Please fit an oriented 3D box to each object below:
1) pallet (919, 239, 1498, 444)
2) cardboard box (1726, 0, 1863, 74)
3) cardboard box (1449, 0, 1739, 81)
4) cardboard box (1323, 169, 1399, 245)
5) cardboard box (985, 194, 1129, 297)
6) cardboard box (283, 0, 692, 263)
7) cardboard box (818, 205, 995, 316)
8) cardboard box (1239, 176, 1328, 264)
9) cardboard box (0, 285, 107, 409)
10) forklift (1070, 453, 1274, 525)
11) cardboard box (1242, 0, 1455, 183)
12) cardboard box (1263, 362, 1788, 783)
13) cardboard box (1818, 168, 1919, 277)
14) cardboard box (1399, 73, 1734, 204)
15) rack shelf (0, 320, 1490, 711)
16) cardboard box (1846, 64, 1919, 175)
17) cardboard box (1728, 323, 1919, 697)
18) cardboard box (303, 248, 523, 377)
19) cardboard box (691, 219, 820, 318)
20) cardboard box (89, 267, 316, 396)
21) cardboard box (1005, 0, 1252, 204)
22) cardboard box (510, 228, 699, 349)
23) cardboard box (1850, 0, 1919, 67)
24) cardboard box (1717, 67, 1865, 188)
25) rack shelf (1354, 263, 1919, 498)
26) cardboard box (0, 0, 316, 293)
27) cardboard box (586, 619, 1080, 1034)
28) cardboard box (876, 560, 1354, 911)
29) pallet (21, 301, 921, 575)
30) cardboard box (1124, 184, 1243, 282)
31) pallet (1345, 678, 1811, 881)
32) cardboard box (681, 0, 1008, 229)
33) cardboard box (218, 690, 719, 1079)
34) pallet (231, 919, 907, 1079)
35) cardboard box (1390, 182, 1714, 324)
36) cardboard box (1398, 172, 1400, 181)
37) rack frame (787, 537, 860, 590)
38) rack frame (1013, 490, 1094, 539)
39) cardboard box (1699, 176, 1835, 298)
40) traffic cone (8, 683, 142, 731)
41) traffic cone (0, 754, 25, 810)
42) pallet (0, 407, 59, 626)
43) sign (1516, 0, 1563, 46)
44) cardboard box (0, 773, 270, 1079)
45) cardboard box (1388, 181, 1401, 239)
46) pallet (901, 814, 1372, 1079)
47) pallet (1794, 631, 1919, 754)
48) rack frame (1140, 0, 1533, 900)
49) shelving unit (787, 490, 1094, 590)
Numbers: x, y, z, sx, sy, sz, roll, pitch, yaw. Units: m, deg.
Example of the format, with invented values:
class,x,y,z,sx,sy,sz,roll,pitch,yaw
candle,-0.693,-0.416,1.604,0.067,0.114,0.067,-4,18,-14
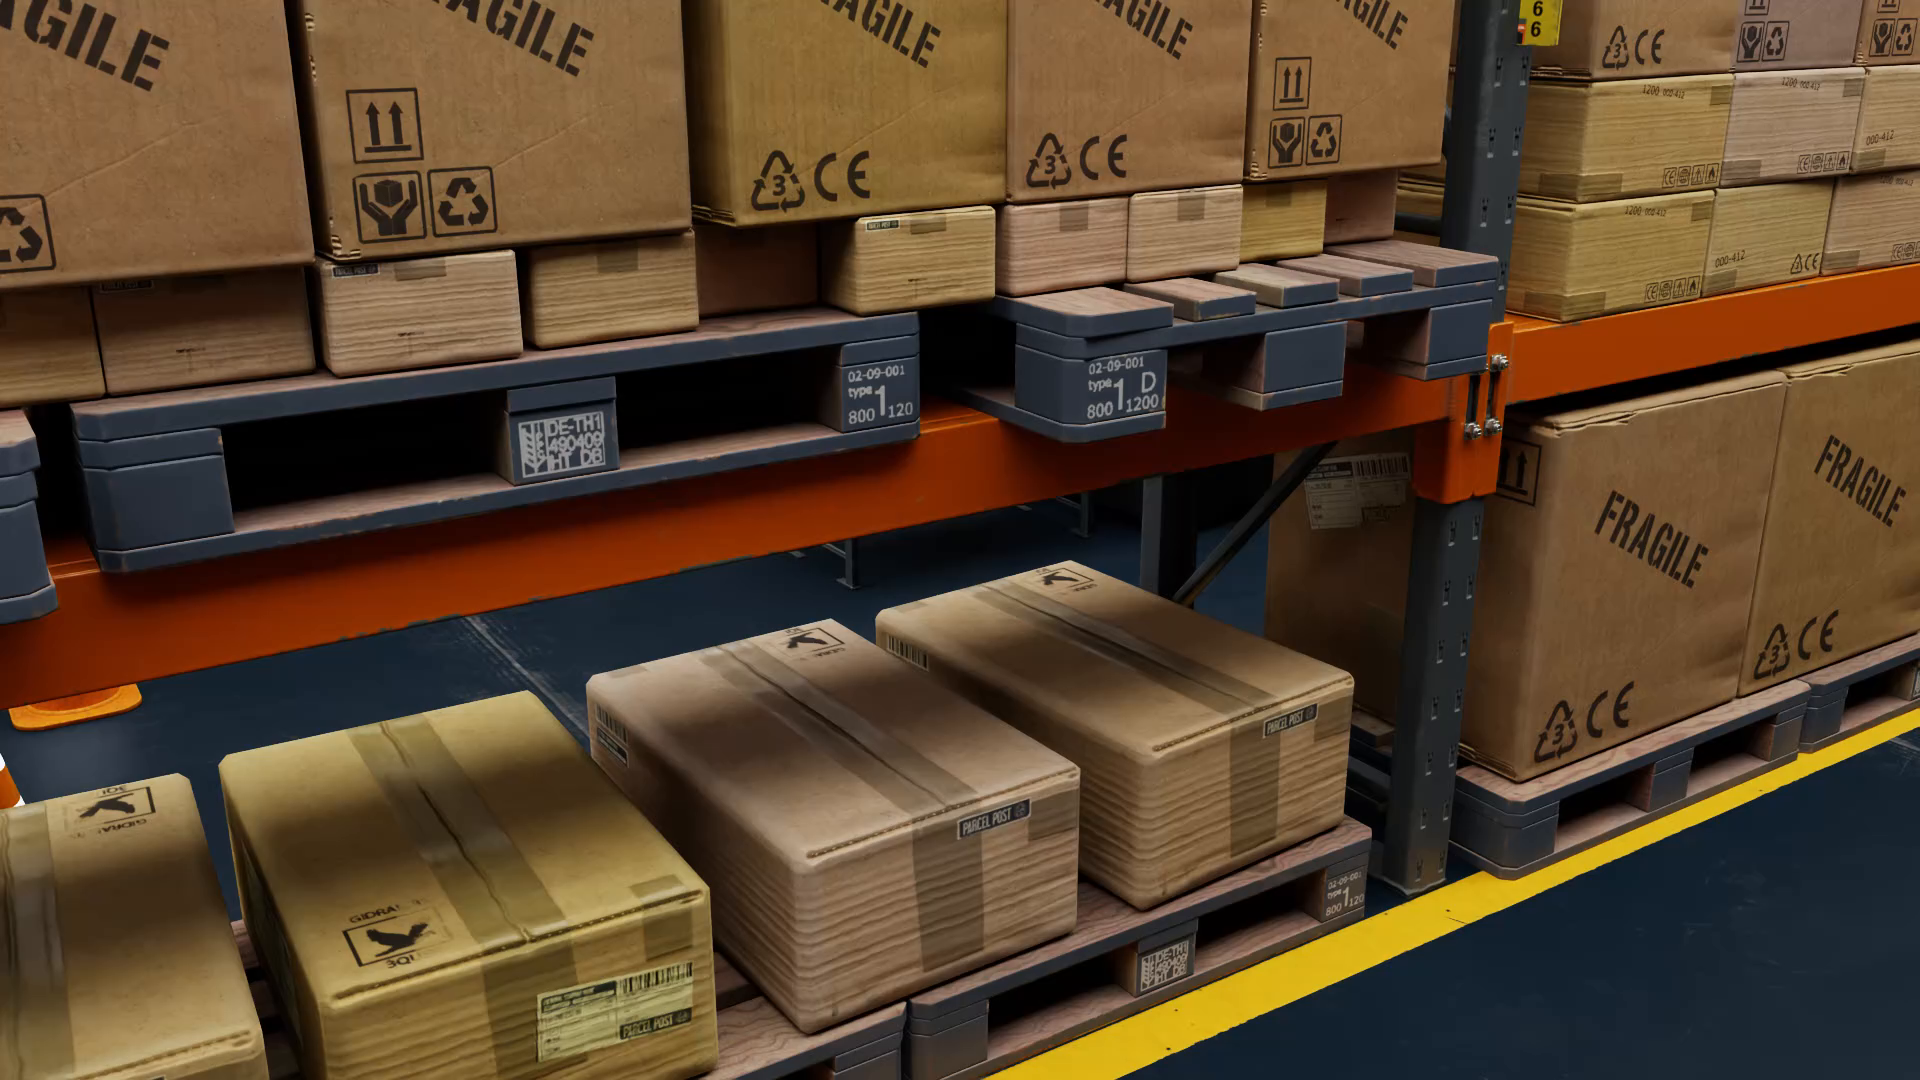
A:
class,x,y,z,sx,sy,sz,roll,pitch,yaw
pallet,0.267,-0.496,3.328,1.003,0.211,1.213,-12,22,-31
cardboard box,1.759,-1.373,3.907,0.500,0.500,0.500,-12,22,-31
cardboard box,1.350,-1.284,3.640,0.500,0.500,0.500,-13,22,-33
cardboard box,0.659,-0.700,3.369,0.250,0.149,0.380,-11,22,-29
cardboard box,0.075,-0.535,2.881,0.250,0.149,0.380,-13,23,-34
cardboard box,-0.726,-0.695,2.340,0.500,0.500,0.500,-13,23,-34
cardboard box,-0.148,-0.483,2.726,0.250,0.149,0.380,-11,22,-30
cardboard box,0.475,-0.634,3.172,0.250,0.149,0.380,-12,22,-31
cardboard box,-1.256,-0.275,2.112,0.250,0.149,0.380,-12,22,-31
forklift,1.563,-1.820,7.051,3.031,2.935,1.130,-15,24,-38
cardboard box,0.577,-0.974,3.165,0.500,0.500,0.500,-13,22,-33
cardboard box,1.426,-0.033,4.320,0.875,0.875,0.875,-12,22,-32
cardboard box,2.211,-0.875,4.383,0.500,0.250,0.500,-11,22,-30
cardboard box,1.362,-0.930,3.766,0.500,0.250,0.500,-12,22,-32
rack shelf,-0.867,-0.048,2.826,4.000,0.370,1.077,-12,22,-31
cardboard box,2.218,-1.105,4.284,0.500,0.250,0.500,-12,22,-32
cardboard box,2.173,-0.189,4.782,0.875,0.875,0.875,-12,22,-31
cardboard box,-0.798,-0.351,2.337,0.250,0.149,0.380,-11,22,-29
cardboard box,-0.427,-0.472,2.695,0.250,0.149,0.380,-12,22,-31
cardboard box,-1.049,-0.318,2.240,0.250,0.149,0.380,-12,22,-31
cardboard box,0.151,-0.880,2.887,0.500,0.500,0.500,-12,22,-32
cardboard box,-0.591,-0.406,2.499,0.250,0.149,0.380,-13,22,-33
cardboard box,2.199,-1.460,4.164,0.500,0.500,0.500,-11,22,-30
cardboard box,1.795,-1.021,4.034,0.500,0.250,0.500,-11,22,-30
rack shelf,2.474,-0.753,4.910,4.000,0.370,1.077,-12,22,-31
cardboard box,-1.150,-0.601,2.064,0.500,0.500,0.500,-12,22,-32
cardboard box,-0.286,0.534,3.429,0.625,0.372,0.950,-12,22,-32
cardboard box,0.326,0.402,3.820,0.625,0.372,0.950,-14,23,-35
pallet,-0.827,-0.291,2.720,1.213,0.211,1.003,-12,22,-31
cardboard box,0.289,-0.577,3.006,0.250,0.149,0.380,-12,22,-32
pallet,1.503,0.461,4.551,1.213,0.211,1.003,-12,22,-31
cardboard box,-0.270,-0.791,2.623,0.500,0.500,0.500,-14,23,-35
cardboard box,-0.922,0.666,3.039,0.625,0.372,0.950,-11,22,-30
pallet,-0.868,0.931,3.162,1.213,0.211,1.003,-12,22,-31
cardboard box,1.351,-0.689,3.833,0.500,0.250,0.500,-12,22,-32
cardboard box,1.068,-1.060,4.150,0.500,0.250,0.500,-12,22,-32
rack frame,-0.496,-0.606,5.695,0.032,1.500,0.500,-12,22,-31
rack frame,0.353,-0.785,6.225,0.032,1.500,0.500,-12,22,-31
cardboard box,1.770,-0.784,4.115,0.500,0.250,0.500,-13,22,-33
traffic cone,-2.579,0.254,4.771,0.334,0.463,0.336,-12,22,-31
traffic cone,-2.272,0.572,3.829,0.334,0.463,0.336,-12,22,-31
pallet,-1.819,-0.041,1.983,1.213,0.211,1.003,-12,22,-31
sign,1.110,-1.109,3.156,0.005,0.325,0.100,-12,22,-31
cardboard box,-1.502,0.789,2.675,0.625,0.372,0.950,-10,21,-28
cardboard box,1.083,-0.829,4.246,0.500,0.250,0.500,-13,23,-33
pallet,0.150,0.717,3.794,1.213,0.211,1.003,-12,22,-31
pallet,2.521,0.248,5.183,1.213,0.211,1.003,-12,22,-31
rack frame,0.803,-0.741,3.753,0.127,3.000,1.000,-12,22,-31
shelving unit,-0.071,-0.695,5.960,1.048,1.500,0.538,-12,22,-31
